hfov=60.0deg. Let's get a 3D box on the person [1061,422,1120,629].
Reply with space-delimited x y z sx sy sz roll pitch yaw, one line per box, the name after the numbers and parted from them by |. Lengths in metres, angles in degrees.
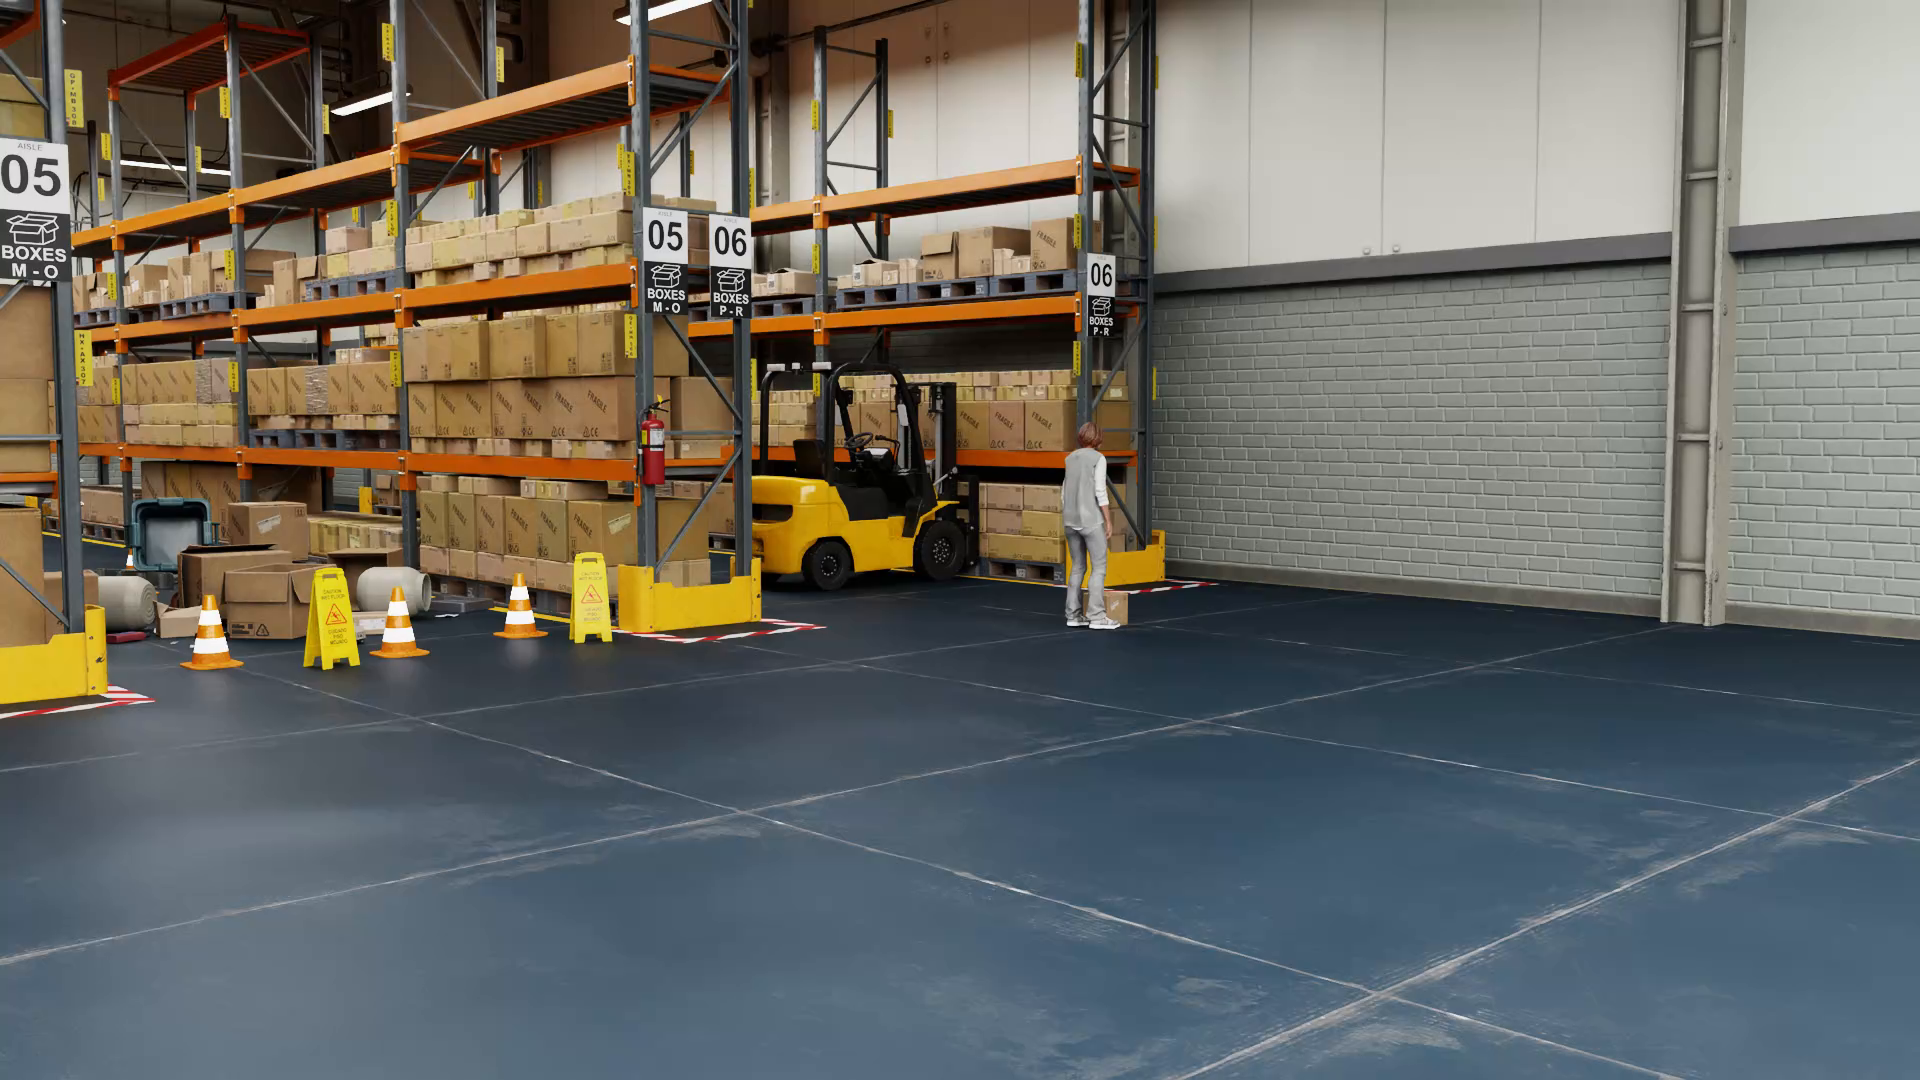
0.977 -0.114 12.862 0.344 1.592 0.460 -4 6 -43 | person
